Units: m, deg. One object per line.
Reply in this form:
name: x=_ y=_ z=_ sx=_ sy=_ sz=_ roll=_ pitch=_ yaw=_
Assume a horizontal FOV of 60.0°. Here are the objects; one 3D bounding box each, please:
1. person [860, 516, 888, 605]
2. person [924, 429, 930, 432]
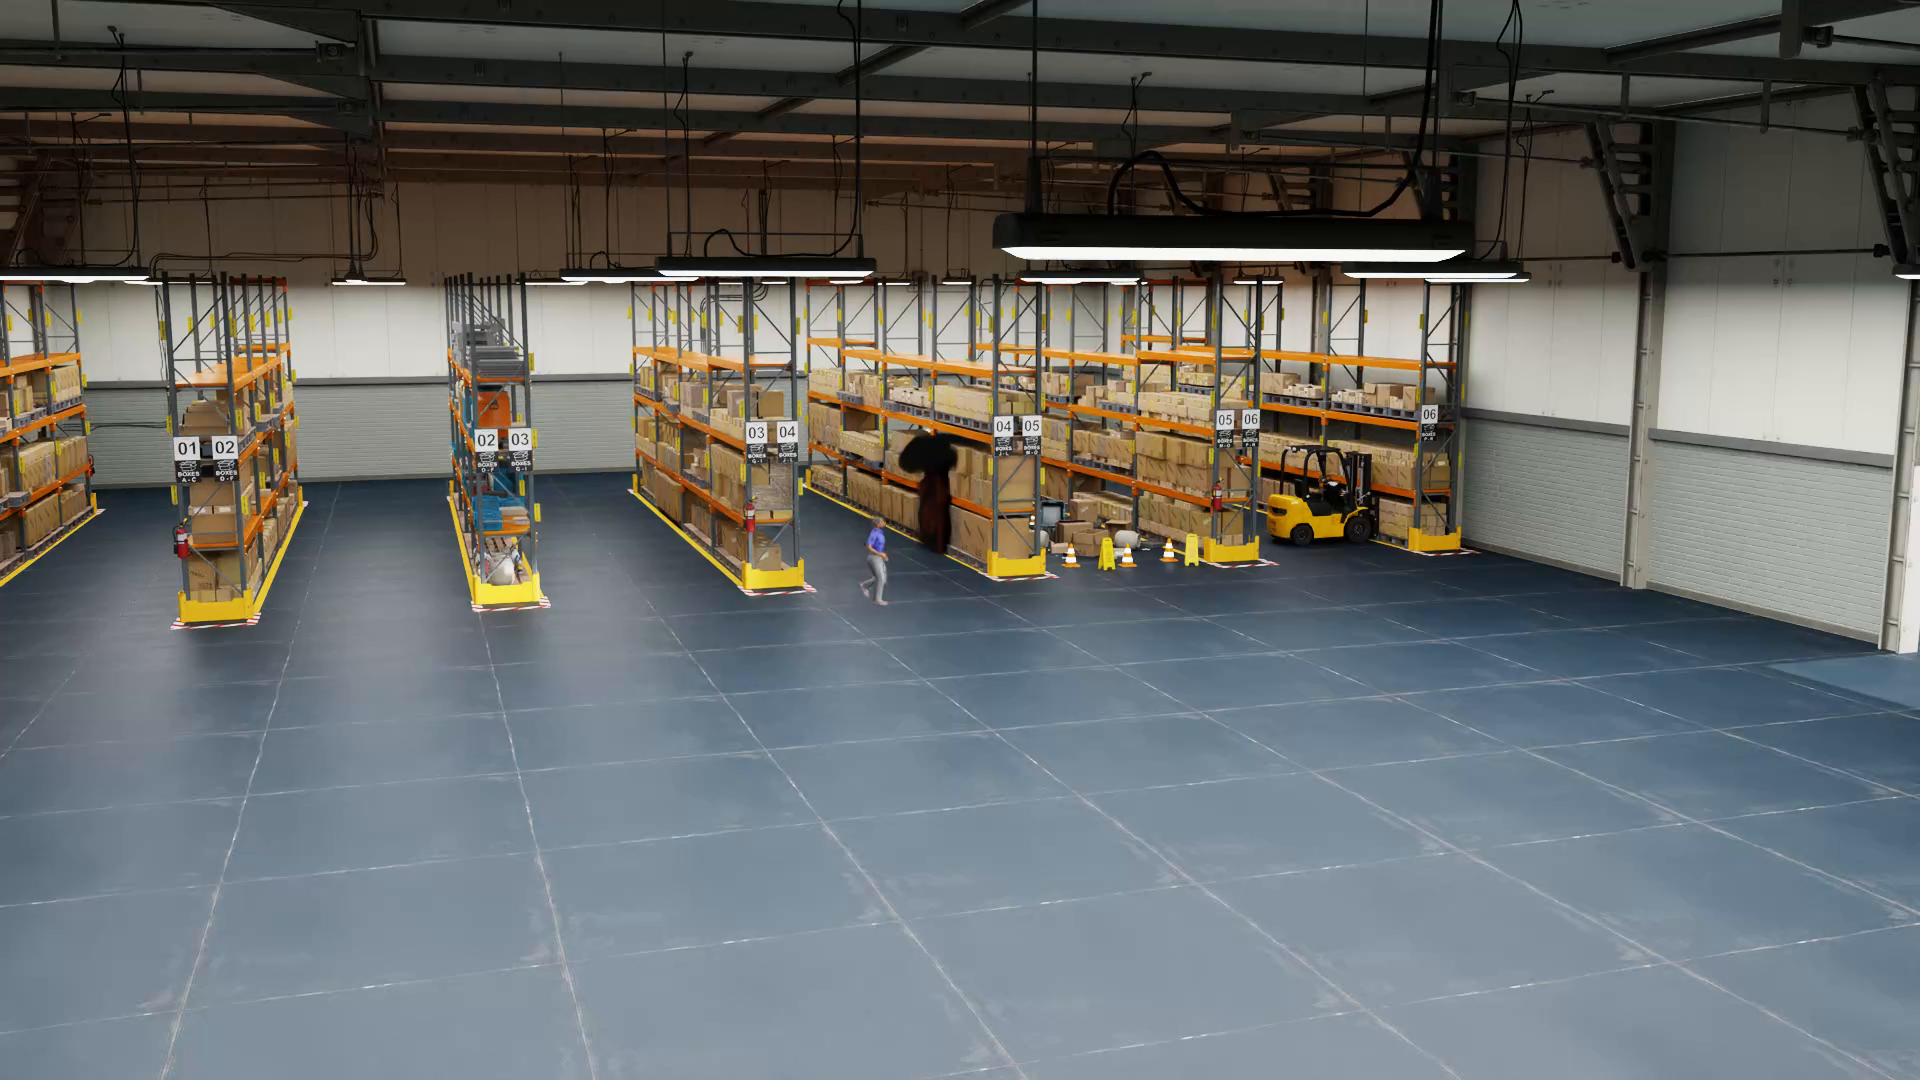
person: x=-1.567 y=0.379 z=30.295 sx=0.596 sy=1.630 sz=0.570 roll=2 pitch=9 yaw=16
person: x=-0.785 y=-2.266 z=47.179 sx=0.855 sy=1.764 sz=0.618 roll=8 pitch=12 yaw=44
